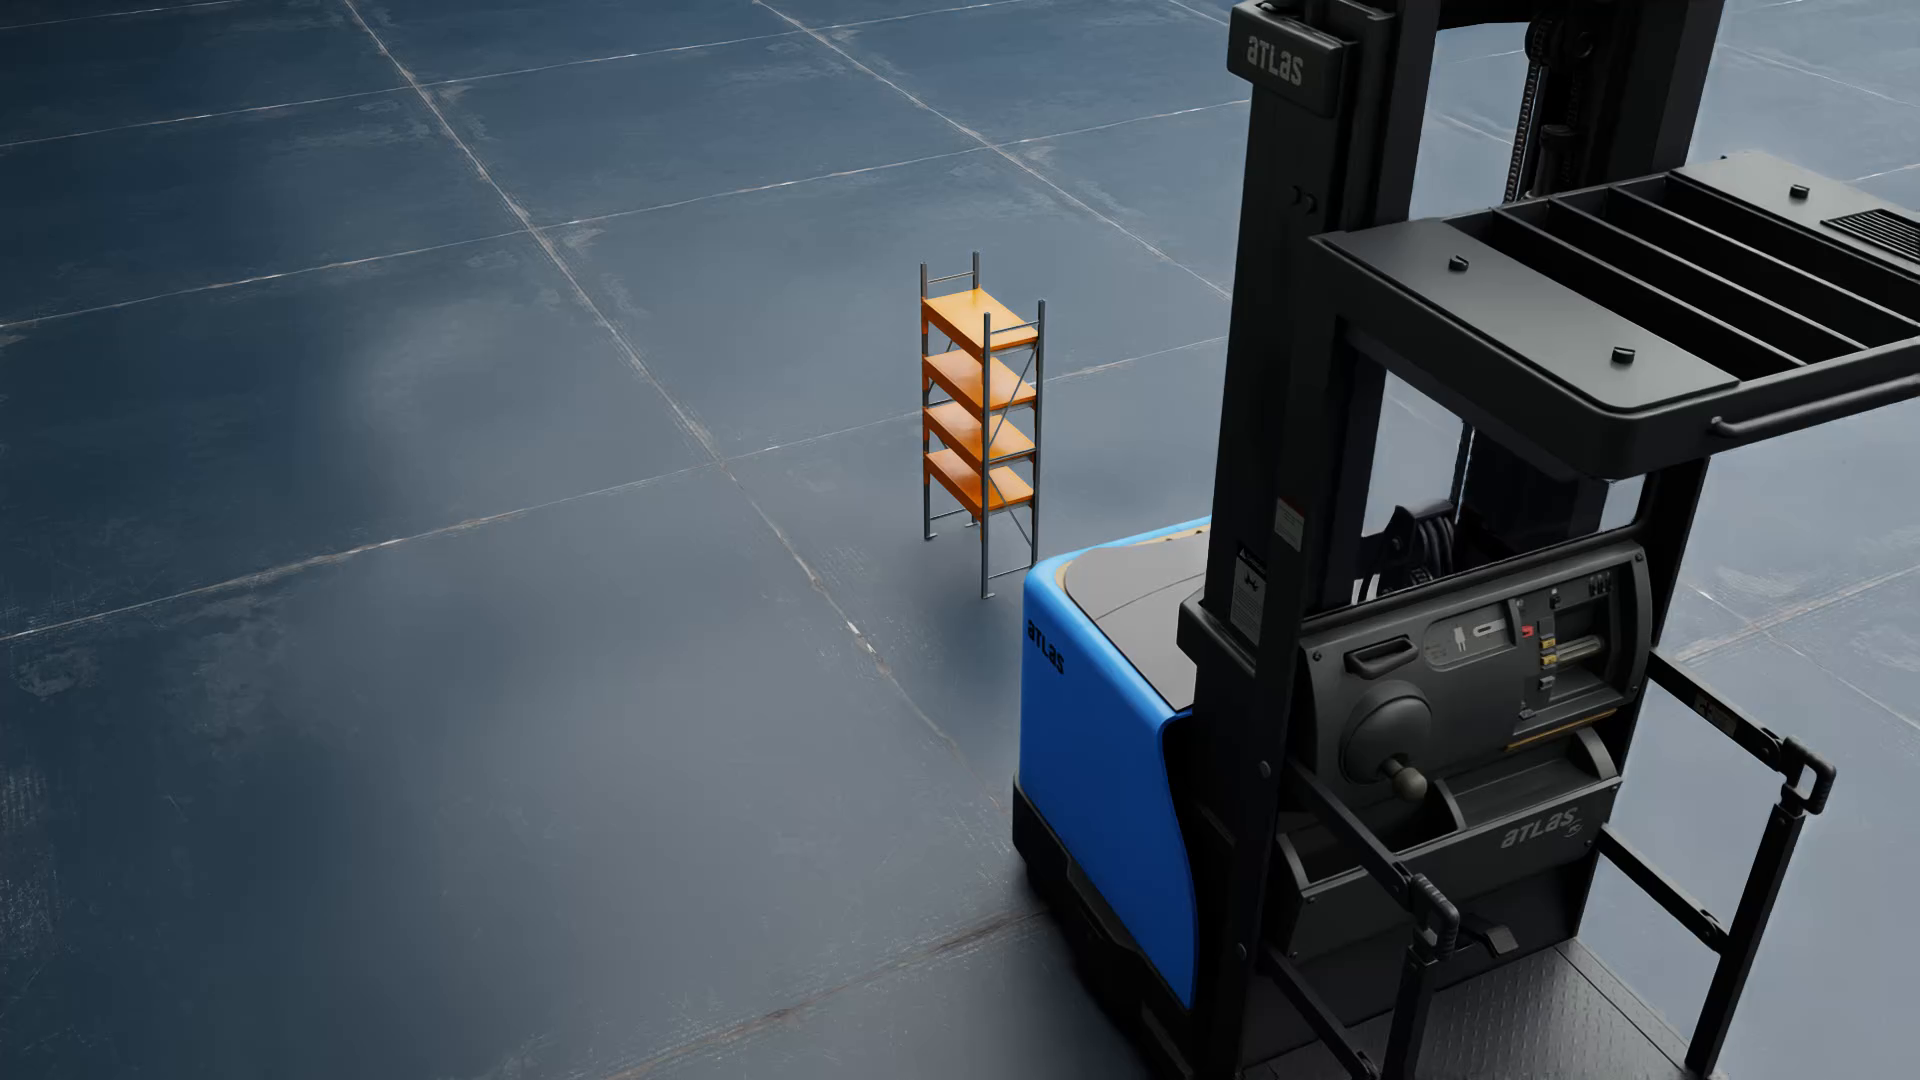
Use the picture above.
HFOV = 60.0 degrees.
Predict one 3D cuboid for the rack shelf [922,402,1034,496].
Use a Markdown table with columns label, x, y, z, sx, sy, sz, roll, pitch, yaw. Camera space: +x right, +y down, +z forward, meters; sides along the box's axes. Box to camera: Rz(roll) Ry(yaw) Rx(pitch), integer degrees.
| label | x | y | z | sx | sy | sz | roll | pitch | yaw |
| --- | --- | --- | --- | --- | --- | --- | --- | --- | --- |
| rack shelf | 0.077 | -0.370 | 6.339 | 0.258 | 0.148 | 0.480 | -16 | 36 | -23 |

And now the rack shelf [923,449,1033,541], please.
| label | x | y | z | sx | sy | sz | roll | pitch | yaw |
| --- | --- | --- | --- | --- | --- | --- | --- | --- | --- |
| rack shelf | 0.077 | -0.202 | 6.446 | 0.258 | 0.148 | 0.480 | -16 | 36 | -23 |

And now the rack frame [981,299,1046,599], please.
| label | x | y | z | sx | sy | sz | roll | pitch | yaw |
| --- | --- | --- | --- | --- | --- | --- | --- | --- | --- |
| rack frame | 0.191 | -0.310 | 6.121 | 0.240 | 1.200 | 0.015 | -16 | 36 | -23 |

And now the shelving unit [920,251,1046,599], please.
| label | x | y | z | sx | sy | sz | roll | pitch | yaw |
| --- | --- | --- | --- | --- | --- | --- | --- | --- | --- |
| shelving unit | 0.077 | -0.426 | 6.303 | 0.258 | 1.200 | 0.503 | -16 | 36 | -23 |

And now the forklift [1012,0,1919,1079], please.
| label | x | y | z | sx | sy | sz | roll | pitch | yaw |
| --- | --- | --- | --- | --- | --- | --- | --- | --- | --- |
| forklift | 1.243 | 0.345 | 3.495 | 1.130 | 2.935 | 3.031 | -14 | 35 | -21 |

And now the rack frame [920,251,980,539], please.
| label | x | y | z | sx | sy | sz | roll | pitch | yaw |
| --- | --- | --- | --- | --- | --- | --- | --- | --- | --- |
| rack frame | -0.037 | -0.543 | 6.485 | 0.240 | 1.200 | 0.015 | -16 | 36 | -23 |

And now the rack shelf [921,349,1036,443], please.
| label | x | y | z | sx | sy | sz | roll | pitch | yaw |
| --- | --- | --- | --- | --- | --- | --- | --- | --- | --- |
| rack shelf | 0.077 | -0.558 | 6.219 | 0.258 | 0.148 | 0.480 | -16 | 36 | -23 |

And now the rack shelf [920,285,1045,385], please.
| label | x | y | z | sx | sy | sz | roll | pitch | yaw |
| --- | --- | --- | --- | --- | --- | --- | --- | --- | --- |
| rack shelf | 0.077 | -0.757 | 6.091 | 0.258 | 0.148 | 0.480 | -16 | 36 | -23 |
